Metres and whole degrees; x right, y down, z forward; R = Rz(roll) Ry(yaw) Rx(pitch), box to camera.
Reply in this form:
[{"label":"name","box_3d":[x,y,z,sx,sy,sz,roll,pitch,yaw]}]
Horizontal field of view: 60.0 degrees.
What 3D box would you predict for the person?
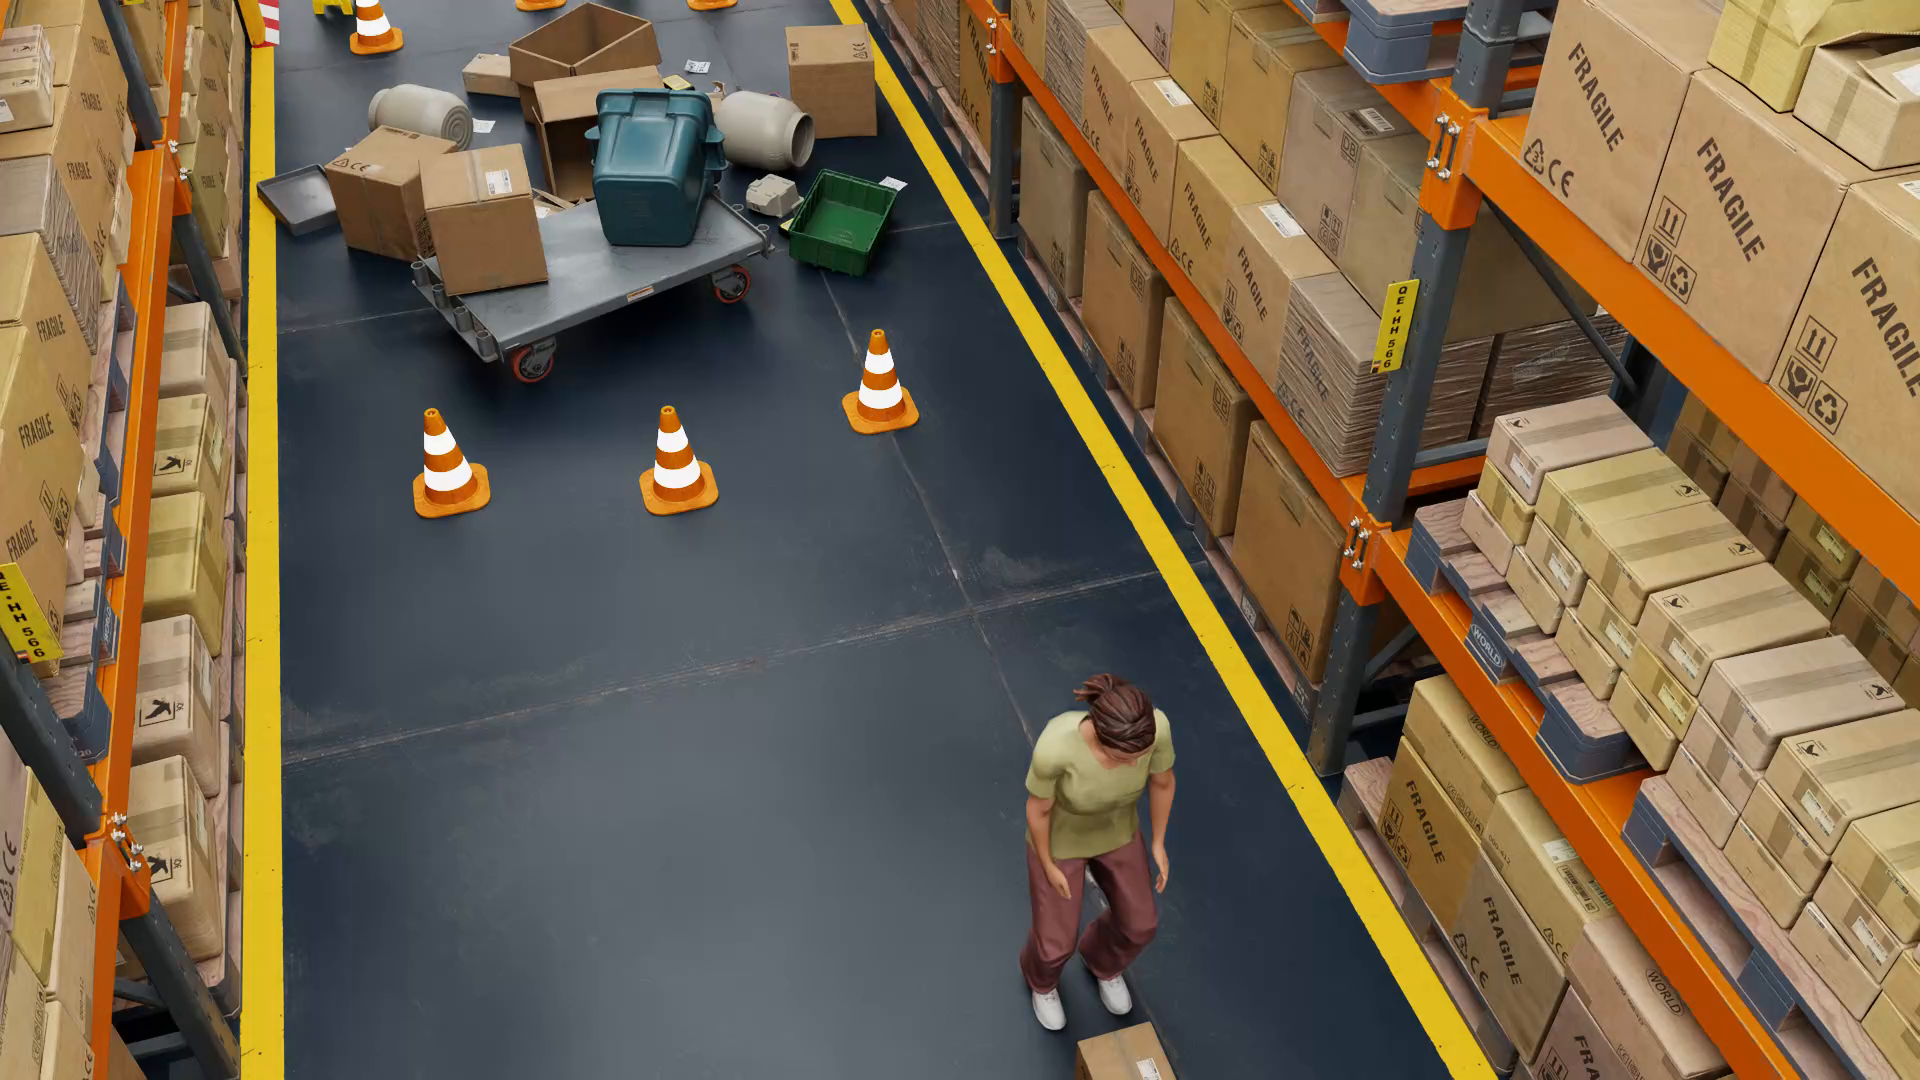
[{"label":"person","box_3d":[0.429,0.953,5.178,0.478,1.603,0.426,-11,44,-12]}]
